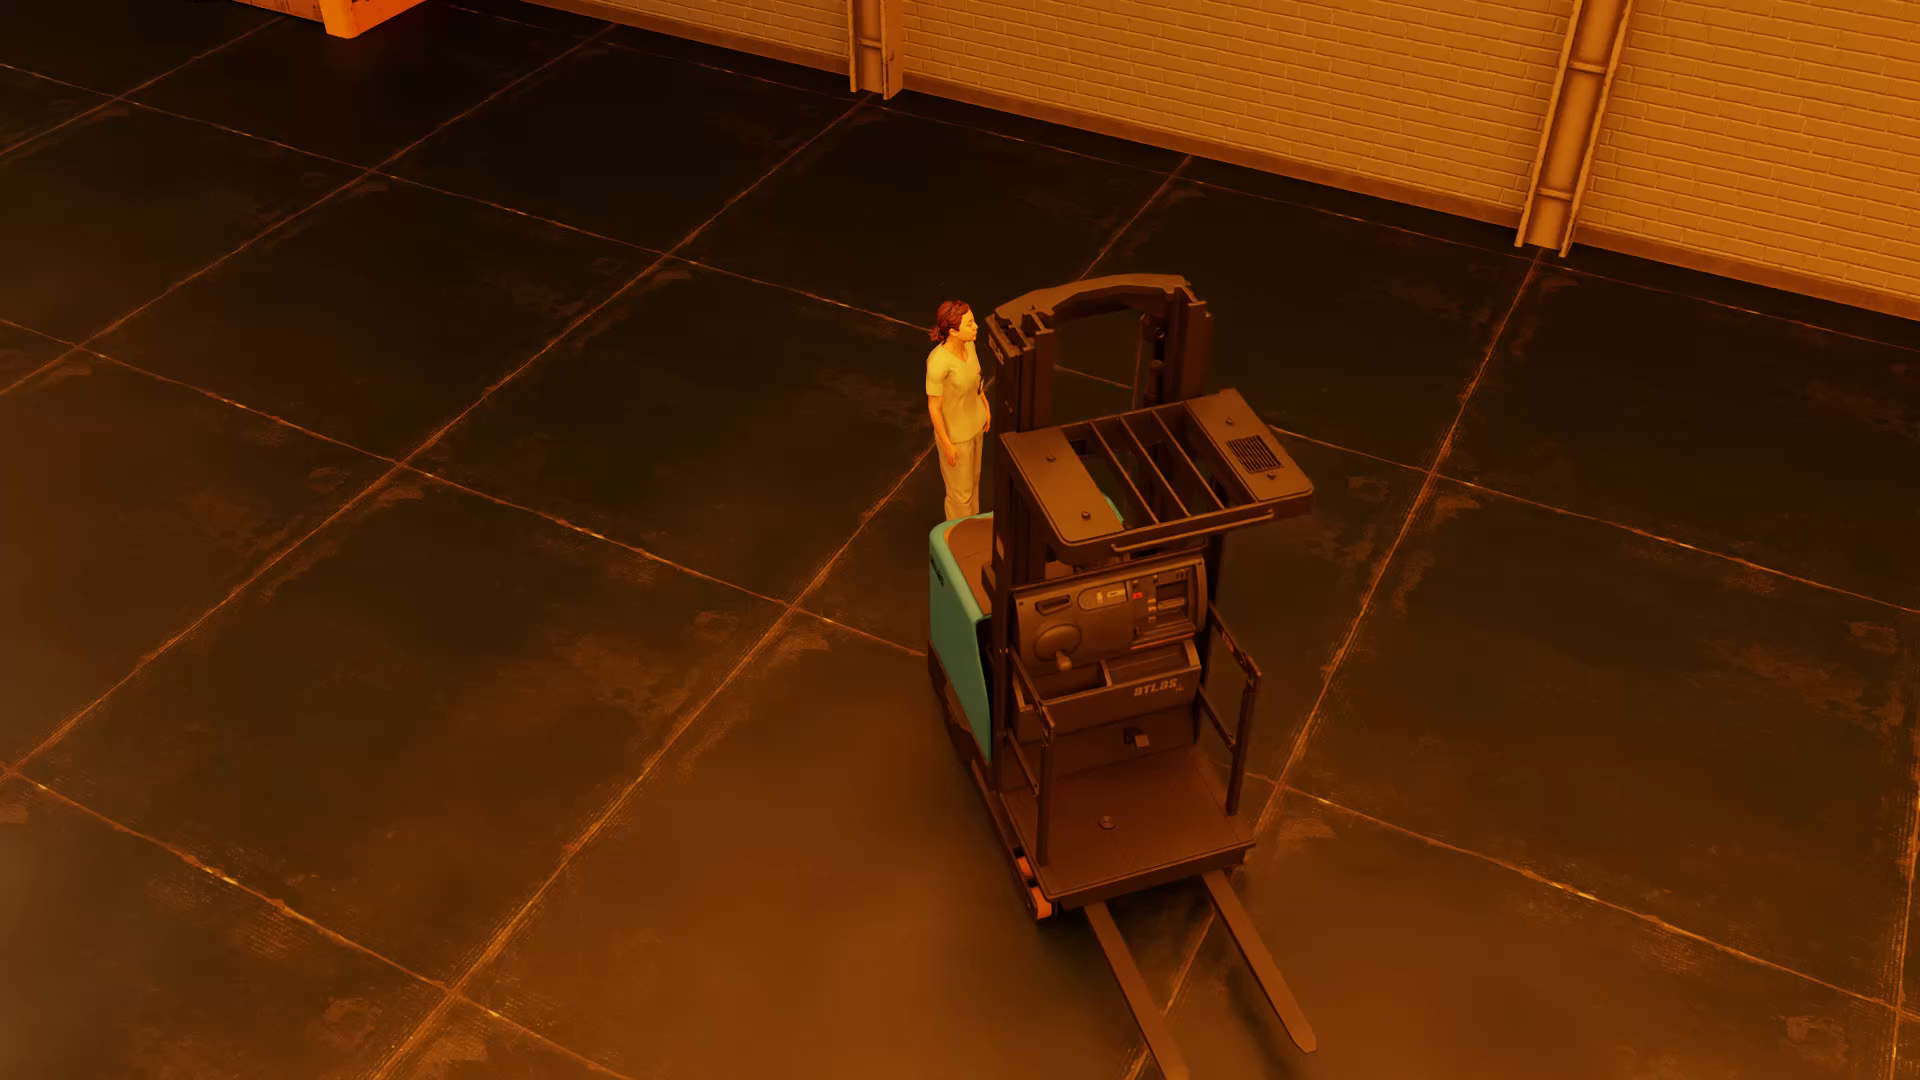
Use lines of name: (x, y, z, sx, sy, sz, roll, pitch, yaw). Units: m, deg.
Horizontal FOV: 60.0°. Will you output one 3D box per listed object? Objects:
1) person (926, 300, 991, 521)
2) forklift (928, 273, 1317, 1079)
person: (0.059, -0.617, 9.682, 0.548, 1.674, 0.549, 18, 43, 21)
forklift: (0.770, 0.421, 7.487, 1.130, 2.935, 3.031, -12, 42, -14)
